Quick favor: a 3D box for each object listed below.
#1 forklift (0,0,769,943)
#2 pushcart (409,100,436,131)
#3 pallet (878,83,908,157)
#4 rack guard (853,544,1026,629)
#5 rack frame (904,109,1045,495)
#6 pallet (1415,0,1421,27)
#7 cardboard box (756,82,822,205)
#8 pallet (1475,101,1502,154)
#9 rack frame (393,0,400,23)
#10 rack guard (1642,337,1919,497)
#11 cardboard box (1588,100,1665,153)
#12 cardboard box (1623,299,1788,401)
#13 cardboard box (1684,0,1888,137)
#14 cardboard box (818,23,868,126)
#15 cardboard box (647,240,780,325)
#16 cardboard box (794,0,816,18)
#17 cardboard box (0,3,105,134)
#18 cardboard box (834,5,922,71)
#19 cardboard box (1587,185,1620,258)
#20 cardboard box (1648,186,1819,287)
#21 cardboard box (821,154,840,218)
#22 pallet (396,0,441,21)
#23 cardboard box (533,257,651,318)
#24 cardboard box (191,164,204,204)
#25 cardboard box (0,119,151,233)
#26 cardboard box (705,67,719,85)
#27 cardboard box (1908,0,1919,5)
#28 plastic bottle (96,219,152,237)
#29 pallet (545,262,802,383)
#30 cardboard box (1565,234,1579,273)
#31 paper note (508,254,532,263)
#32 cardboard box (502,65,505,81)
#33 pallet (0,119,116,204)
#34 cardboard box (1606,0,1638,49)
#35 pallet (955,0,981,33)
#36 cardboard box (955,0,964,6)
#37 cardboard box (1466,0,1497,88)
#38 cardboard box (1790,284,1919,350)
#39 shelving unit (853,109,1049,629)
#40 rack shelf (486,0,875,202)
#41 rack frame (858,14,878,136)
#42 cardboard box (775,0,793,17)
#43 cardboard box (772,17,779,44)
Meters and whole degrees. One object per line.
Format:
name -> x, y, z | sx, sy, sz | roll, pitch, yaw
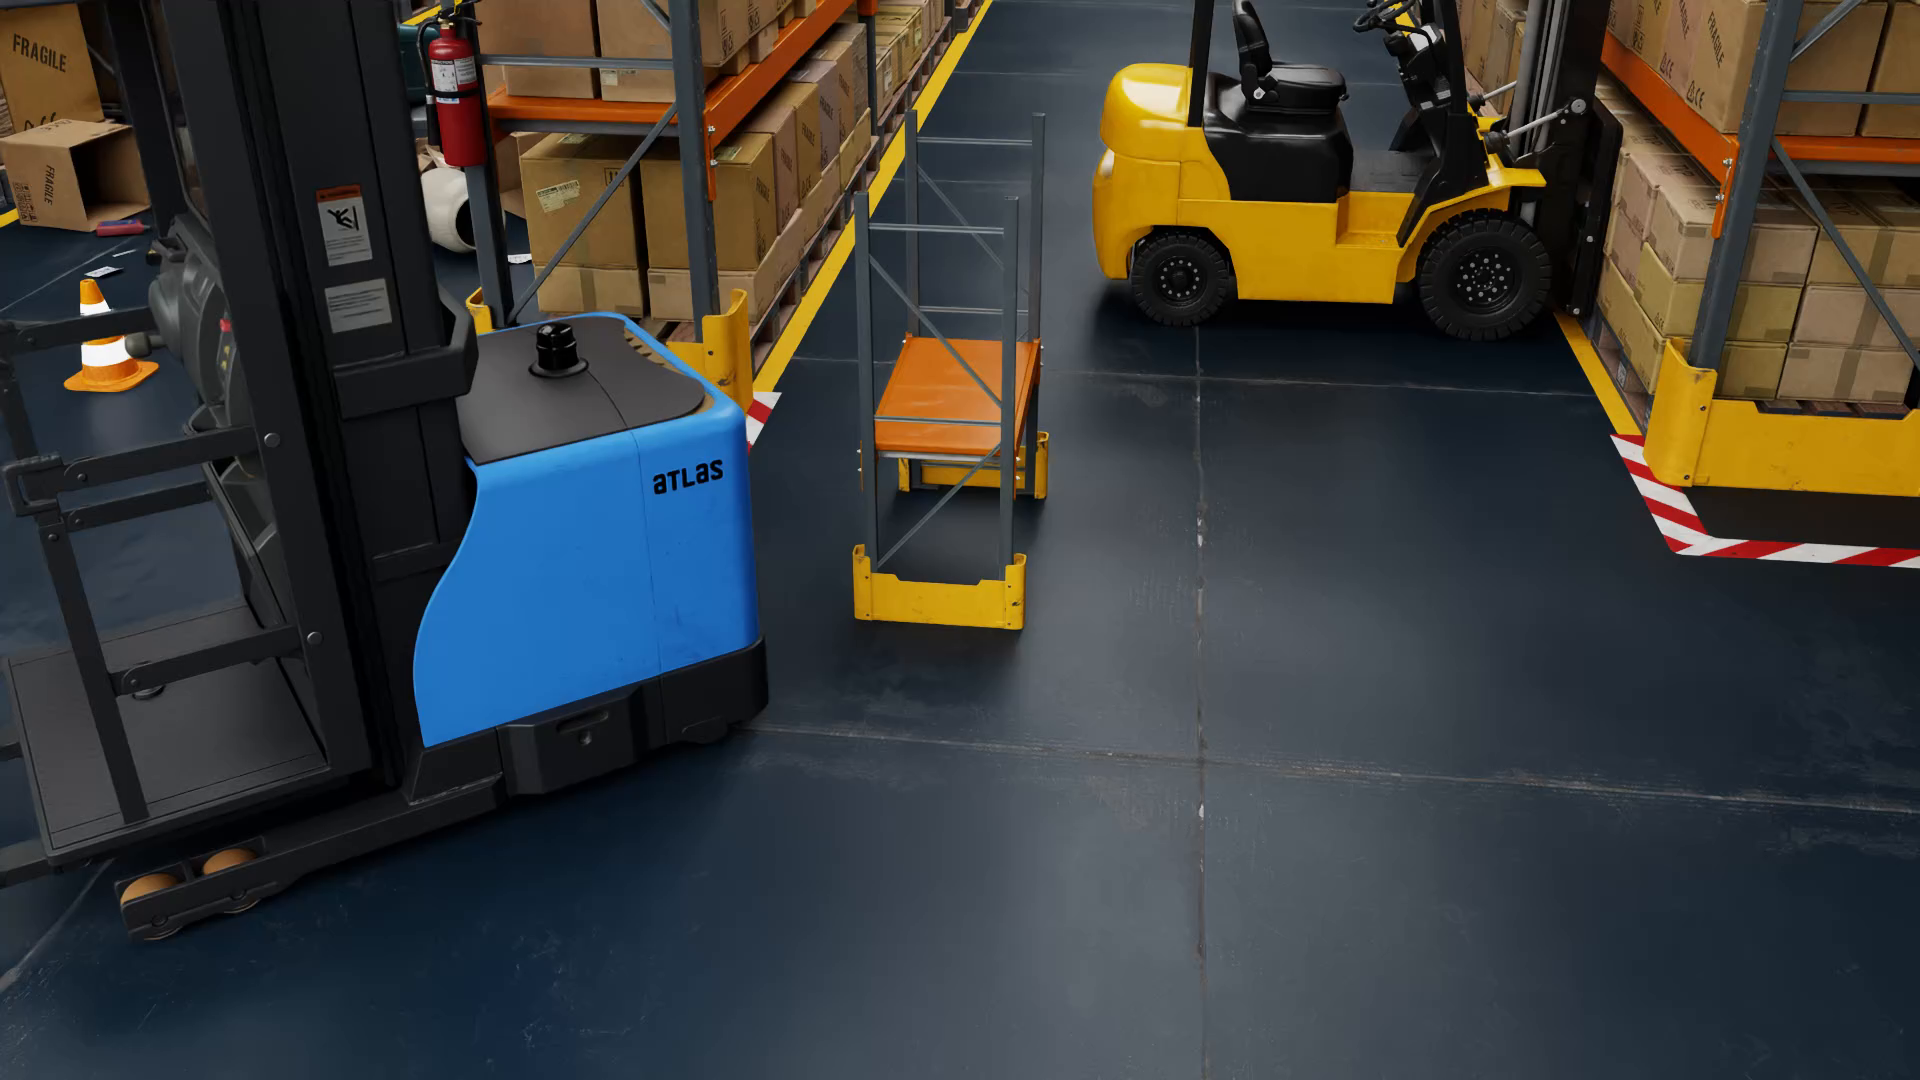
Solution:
forklift -> -2.116, -0.539, 4.160 | 3.031, 2.935, 1.130 | -17, 32, -28
pushcart -> -3.301, -2.724, 10.908 | 1.648, 0.377, 0.936 | -6, 29, -11
pallet -> -0.938, -2.908, 11.425 | 1.003, 0.211, 1.213 | 3, 28, 6
rack guard -> -0.070, 0.160, 5.689 | 0.587, 0.250, 0.087 | 3, 28, 6
rack frame -> 0.052, -0.859, 6.264 | 0.500, 1.500, 0.032 | 3, 28, 6
pallet -> 4.514, -4.487, 14.356 | 1.003, 0.211, 1.213 | 3, 28, 6
cardboard box -> -1.017, -2.048, 8.554 | 0.500, 0.500, 0.500 | 4, 29, 7
pallet -> 3.946, -2.604, 10.861 | 1.003, 0.211, 1.213 | 3, 28, 6
rack frame -> -5.467, -5.892, 14.024 | 1.000, 3.000, 0.127 | 3, 28, 6
rack guard -> 3.402, -0.488, 6.628 | 1.175, 0.500, 0.348 | 3, 28, 6
cardboard box -> 3.330, -1.966, 8.139 | 0.500, 0.250, 0.500 | 3, 28, 5
cardboard box -> 3.149, -0.814, 7.054 | 0.500, 0.250, 0.500 | 4, 29, 7
cardboard box -> 3.204, -1.891, 6.491 | 0.500, 0.500, 0.500 | 3, 28, 5
cardboard box -> -0.838, -2.780, 9.912 | 0.500, 0.500, 0.500 | 3, 28, 5
cardboard box -> -1.149, -1.224, 7.816 | 0.500, 0.250, 0.500 | 3, 28, 6
cardboard box -> -0.947, -2.769, 8.492 | 0.380, 0.149, 0.250 | 4, 29, 7
cardboard box -> -6.104, -2.967, 10.392 | 0.875, 0.875, 0.875 | 4, 29, 7
cardboard box -> -0.802, -3.710, 12.302 | 0.950, 0.372, 0.625 | 4, 29, 8
cardboard box -> 3.269, -1.521, 7.840 | 0.500, 0.250, 0.500 | 3, 28, 5
cardboard box -> 3.152, -1.249, 6.808 | 0.500, 0.250, 0.500 | 4, 29, 8
cardboard box -> -0.960, -1.959, 9.181 | 0.500, 0.250, 0.500 | 4, 29, 7
pallet -> -5.370, -5.032, 15.368 | 1.003, 0.211, 1.213 | 3, 28, 6
cardboard box -> -1.687, -1.268, 7.898 | 0.500, 0.250, 0.500 | 3, 28, 6
cardboard box -> -3.820, -1.761, 8.989 | 0.797, 0.503, 0.637 | -17, 33, -29
cardboard box -> -5.129, -2.120, 9.655 | 0.500, 0.500, 0.500 | 8, 29, 15
cardboard box -> -1.258, -2.043, 7.145 | 0.380, 0.149, 0.250 | 4, 29, 7
cardboard box -> 3.704, -2.074, 6.147 | 0.380, 0.149, 0.250 | 3, 28, 5
plastic bottle -> -4.765, -1.785, 9.500 | 0.283, 0.061, 0.133 | -6, 29, -11
pallet -> -1.378, -1.075, 8.023 | 1.003, 0.211, 1.213 | 3, 28, 6
cardboard box -> 3.331, -1.528, 8.380 | 0.500, 0.250, 0.500 | 4, 29, 8
paper note -> -2.414, -1.545, 9.085 | 0.142, 0.019, 0.148 | -6, 29, -11
cardboard box -> -1.768, -2.090, 7.231 | 0.380, 0.149, 0.250 | 3, 28, 6
pallet -> -6.128, -2.428, 10.535 | 1.003, 0.211, 1.213 | 3, 28, 6
cardboard box -> 3.390, -2.613, 7.832 | 0.500, 0.500, 0.500 | 4, 29, 7
pallet -> -0.371, -4.791, 14.921 | 1.003, 0.211, 1.213 | 3, 28, 6
cardboard box -> -0.375, -5.222, 14.578 | 0.875, 0.875, 0.875 | 3, 28, 6
cardboard box -> 4.140, -3.587, 11.807 | 0.875, 0.625, 0.625 | 2, 28, 4
cardboard box -> 3.668, -1.003, 6.879 | 0.500, 0.250, 0.500 | 4, 29, 7
shelving unit -> -0.009, -0.624, 5.828 | 0.587, 1.500, 1.083 | 3, 28, 6
rack shelf -> -1.277, -2.511, 8.507 | 1.077, 0.370, 4.000 | 3, 28, 6
rack frame -> -1.032, -3.769, 10.084 | 1.000, 3.000, 0.127 | 3, 28, 6
cardboard box -> -1.067, -2.752, 7.777 | 0.500, 0.500, 0.500 | 3, 28, 5
cardboard box -> -1.070, -2.404, 7.814 | 0.380, 0.149, 0.250 | 4, 29, 8
